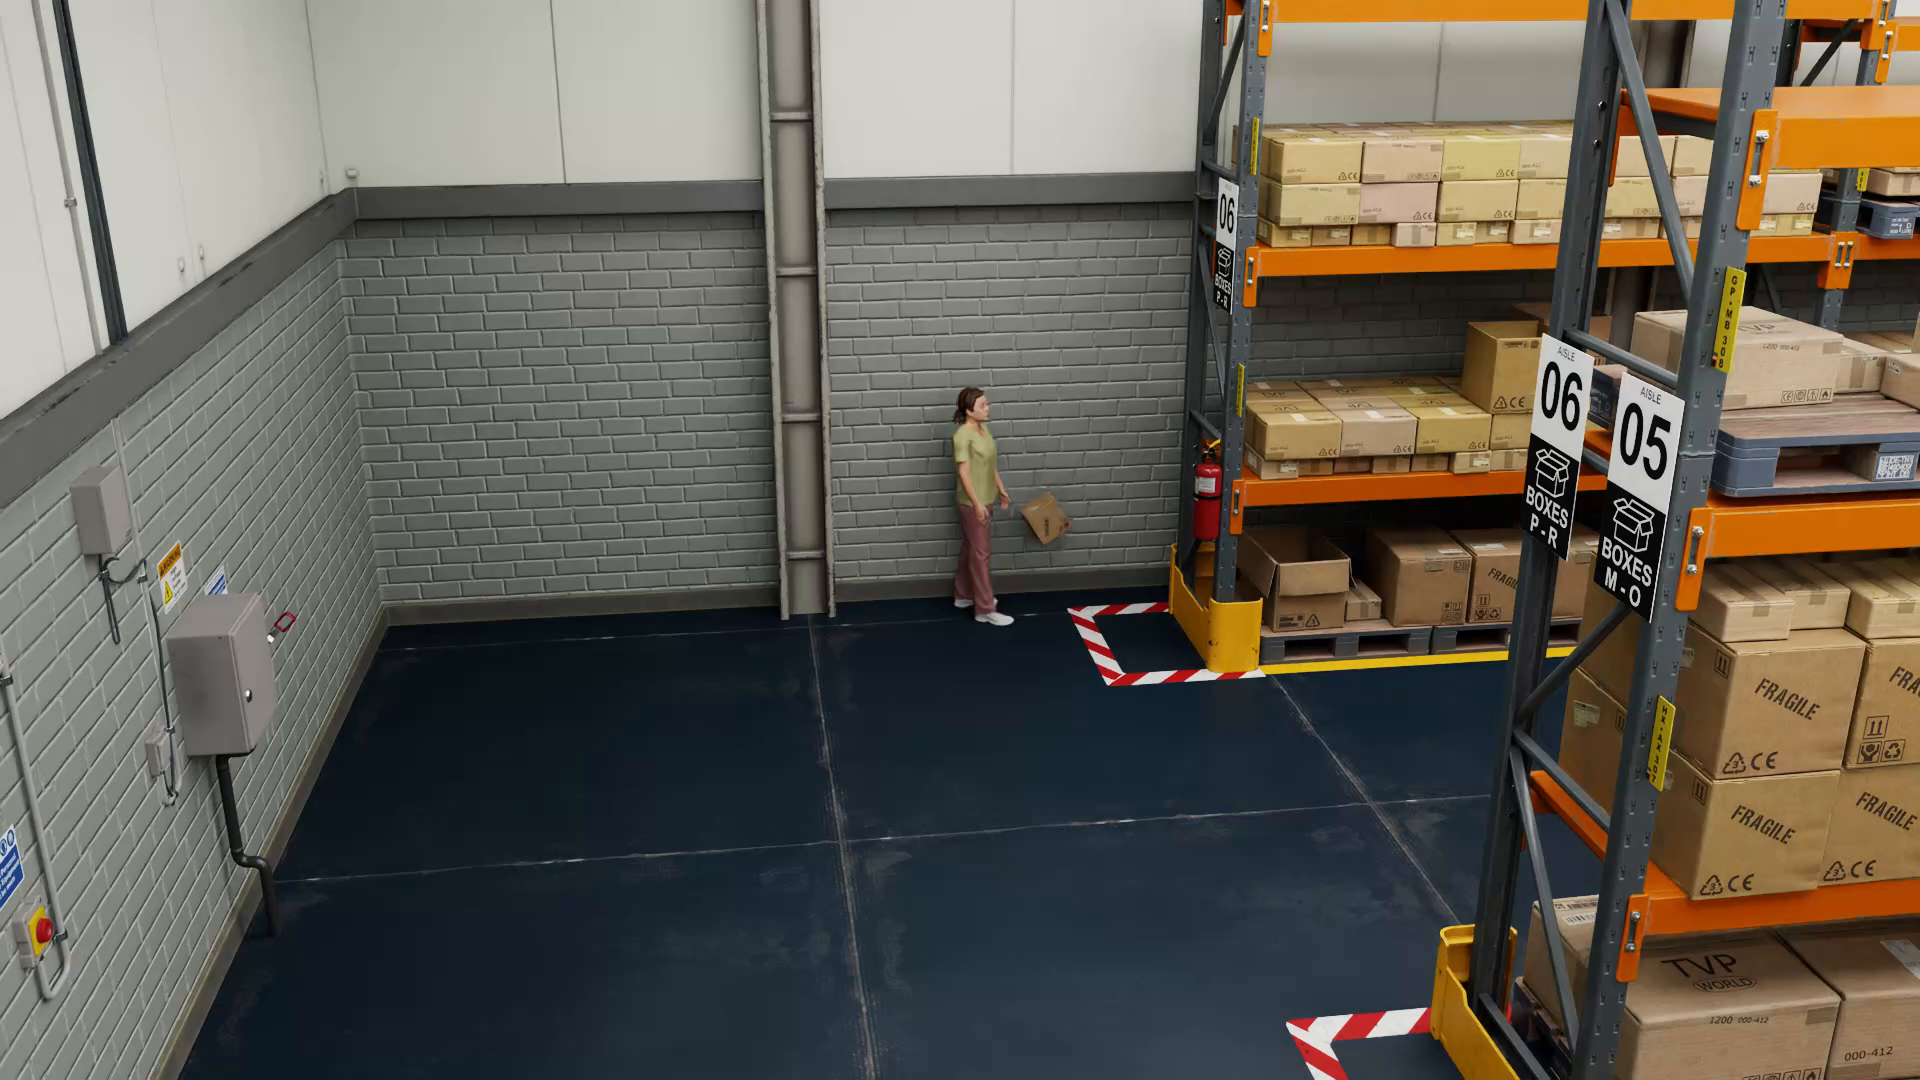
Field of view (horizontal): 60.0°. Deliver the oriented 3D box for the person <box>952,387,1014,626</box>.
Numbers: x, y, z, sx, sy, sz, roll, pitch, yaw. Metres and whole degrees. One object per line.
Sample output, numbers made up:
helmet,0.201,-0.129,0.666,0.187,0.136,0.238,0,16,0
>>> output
person,0.189,-0.254,11.757,0.559,1.665,0.514,8,22,22
